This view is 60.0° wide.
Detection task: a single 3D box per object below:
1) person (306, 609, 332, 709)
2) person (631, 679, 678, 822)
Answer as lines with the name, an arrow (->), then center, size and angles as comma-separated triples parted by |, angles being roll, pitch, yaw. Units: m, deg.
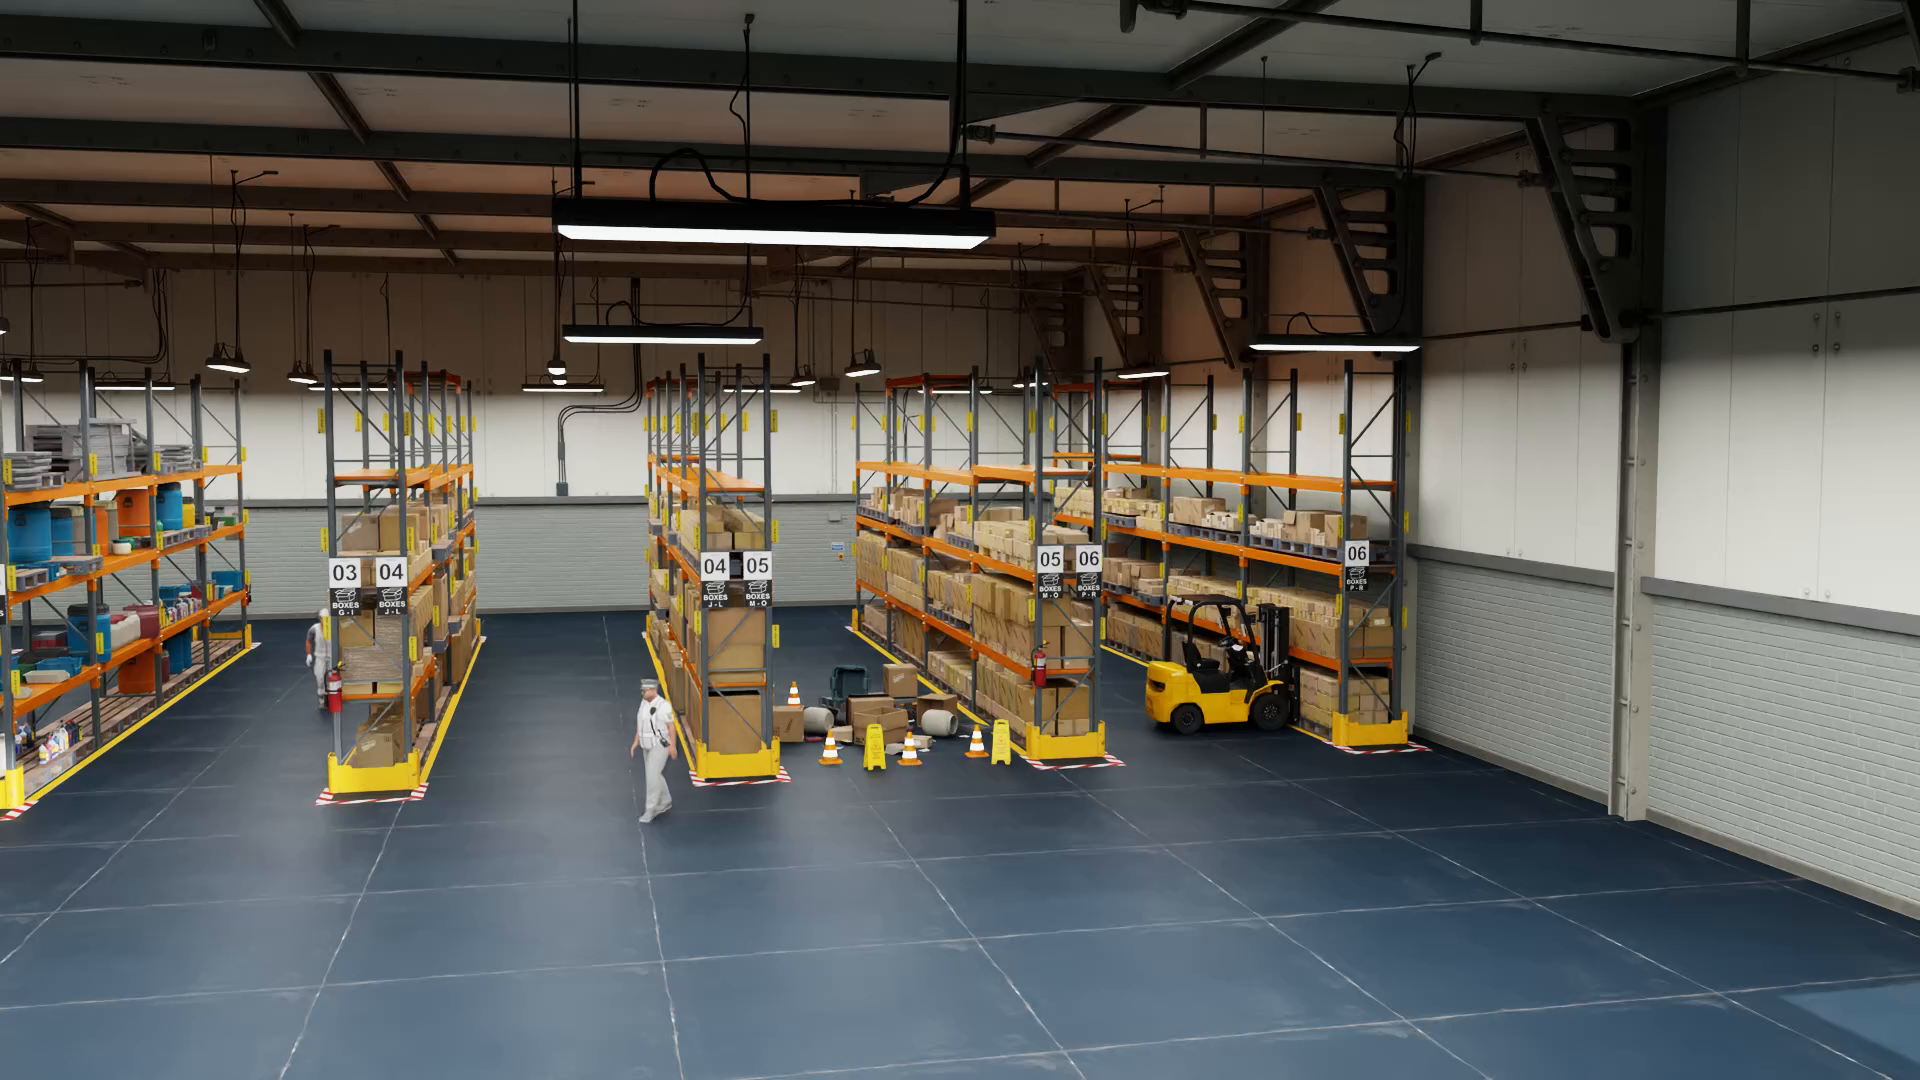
person -> -11.262, 2.079, 29.478 | 0.628, 1.765, 0.689 | -2, 4, -25
person -> -3.953, 2.653, 21.250 | 0.729, 1.747, 0.656 | -4, 6, -45
